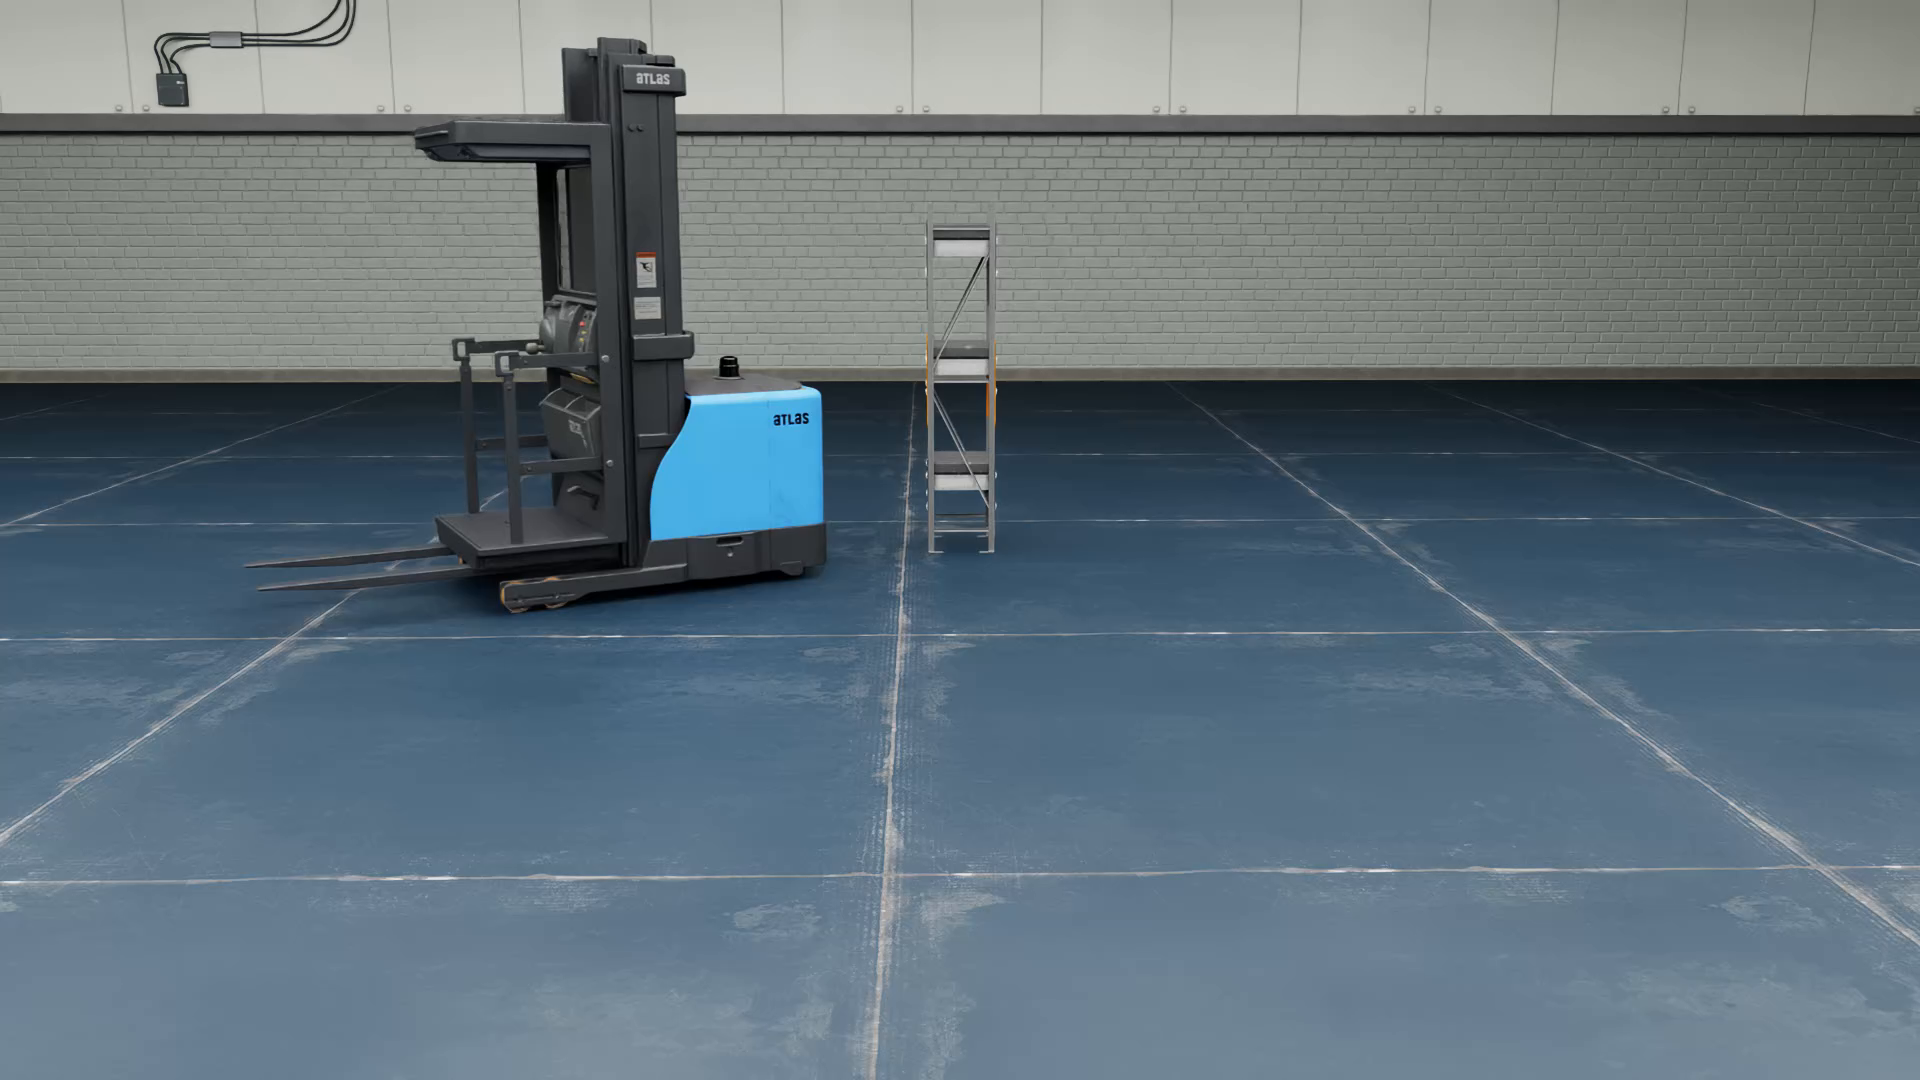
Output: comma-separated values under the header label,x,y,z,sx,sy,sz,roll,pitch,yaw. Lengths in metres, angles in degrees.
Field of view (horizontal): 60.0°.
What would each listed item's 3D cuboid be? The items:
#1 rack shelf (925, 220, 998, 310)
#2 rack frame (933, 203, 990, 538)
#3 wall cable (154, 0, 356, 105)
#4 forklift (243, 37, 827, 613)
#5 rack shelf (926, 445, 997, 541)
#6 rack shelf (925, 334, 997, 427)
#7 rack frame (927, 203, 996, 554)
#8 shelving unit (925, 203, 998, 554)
label,x,y,z,sx,sy,sz,roll,pitch,yaw
rack shelf,0.003,-1.669,10.052,0.431,0.518,0.480,0,11,-1
rack frame,-0.002,-1.045,10.427,0.400,2.100,0.015,0,11,-1
wall cable,-8.045,-7.946,18.542,2.305,6.003,0.169,0,11,-1
forklift,-2.309,-1.176,8.982,3.031,2.935,1.130,-6,13,-28
rack shelf,0.003,-0.297,10.330,0.431,0.518,0.480,0,11,-1
rack shelf,0.003,-0.983,10.191,0.431,0.518,0.480,0,11,-1
rack frame,0.008,-0.948,9.949,0.400,2.100,0.015,0,11,-1
shelving unit,0.003,-0.996,10.188,0.431,2.100,0.503,0,11,-1
